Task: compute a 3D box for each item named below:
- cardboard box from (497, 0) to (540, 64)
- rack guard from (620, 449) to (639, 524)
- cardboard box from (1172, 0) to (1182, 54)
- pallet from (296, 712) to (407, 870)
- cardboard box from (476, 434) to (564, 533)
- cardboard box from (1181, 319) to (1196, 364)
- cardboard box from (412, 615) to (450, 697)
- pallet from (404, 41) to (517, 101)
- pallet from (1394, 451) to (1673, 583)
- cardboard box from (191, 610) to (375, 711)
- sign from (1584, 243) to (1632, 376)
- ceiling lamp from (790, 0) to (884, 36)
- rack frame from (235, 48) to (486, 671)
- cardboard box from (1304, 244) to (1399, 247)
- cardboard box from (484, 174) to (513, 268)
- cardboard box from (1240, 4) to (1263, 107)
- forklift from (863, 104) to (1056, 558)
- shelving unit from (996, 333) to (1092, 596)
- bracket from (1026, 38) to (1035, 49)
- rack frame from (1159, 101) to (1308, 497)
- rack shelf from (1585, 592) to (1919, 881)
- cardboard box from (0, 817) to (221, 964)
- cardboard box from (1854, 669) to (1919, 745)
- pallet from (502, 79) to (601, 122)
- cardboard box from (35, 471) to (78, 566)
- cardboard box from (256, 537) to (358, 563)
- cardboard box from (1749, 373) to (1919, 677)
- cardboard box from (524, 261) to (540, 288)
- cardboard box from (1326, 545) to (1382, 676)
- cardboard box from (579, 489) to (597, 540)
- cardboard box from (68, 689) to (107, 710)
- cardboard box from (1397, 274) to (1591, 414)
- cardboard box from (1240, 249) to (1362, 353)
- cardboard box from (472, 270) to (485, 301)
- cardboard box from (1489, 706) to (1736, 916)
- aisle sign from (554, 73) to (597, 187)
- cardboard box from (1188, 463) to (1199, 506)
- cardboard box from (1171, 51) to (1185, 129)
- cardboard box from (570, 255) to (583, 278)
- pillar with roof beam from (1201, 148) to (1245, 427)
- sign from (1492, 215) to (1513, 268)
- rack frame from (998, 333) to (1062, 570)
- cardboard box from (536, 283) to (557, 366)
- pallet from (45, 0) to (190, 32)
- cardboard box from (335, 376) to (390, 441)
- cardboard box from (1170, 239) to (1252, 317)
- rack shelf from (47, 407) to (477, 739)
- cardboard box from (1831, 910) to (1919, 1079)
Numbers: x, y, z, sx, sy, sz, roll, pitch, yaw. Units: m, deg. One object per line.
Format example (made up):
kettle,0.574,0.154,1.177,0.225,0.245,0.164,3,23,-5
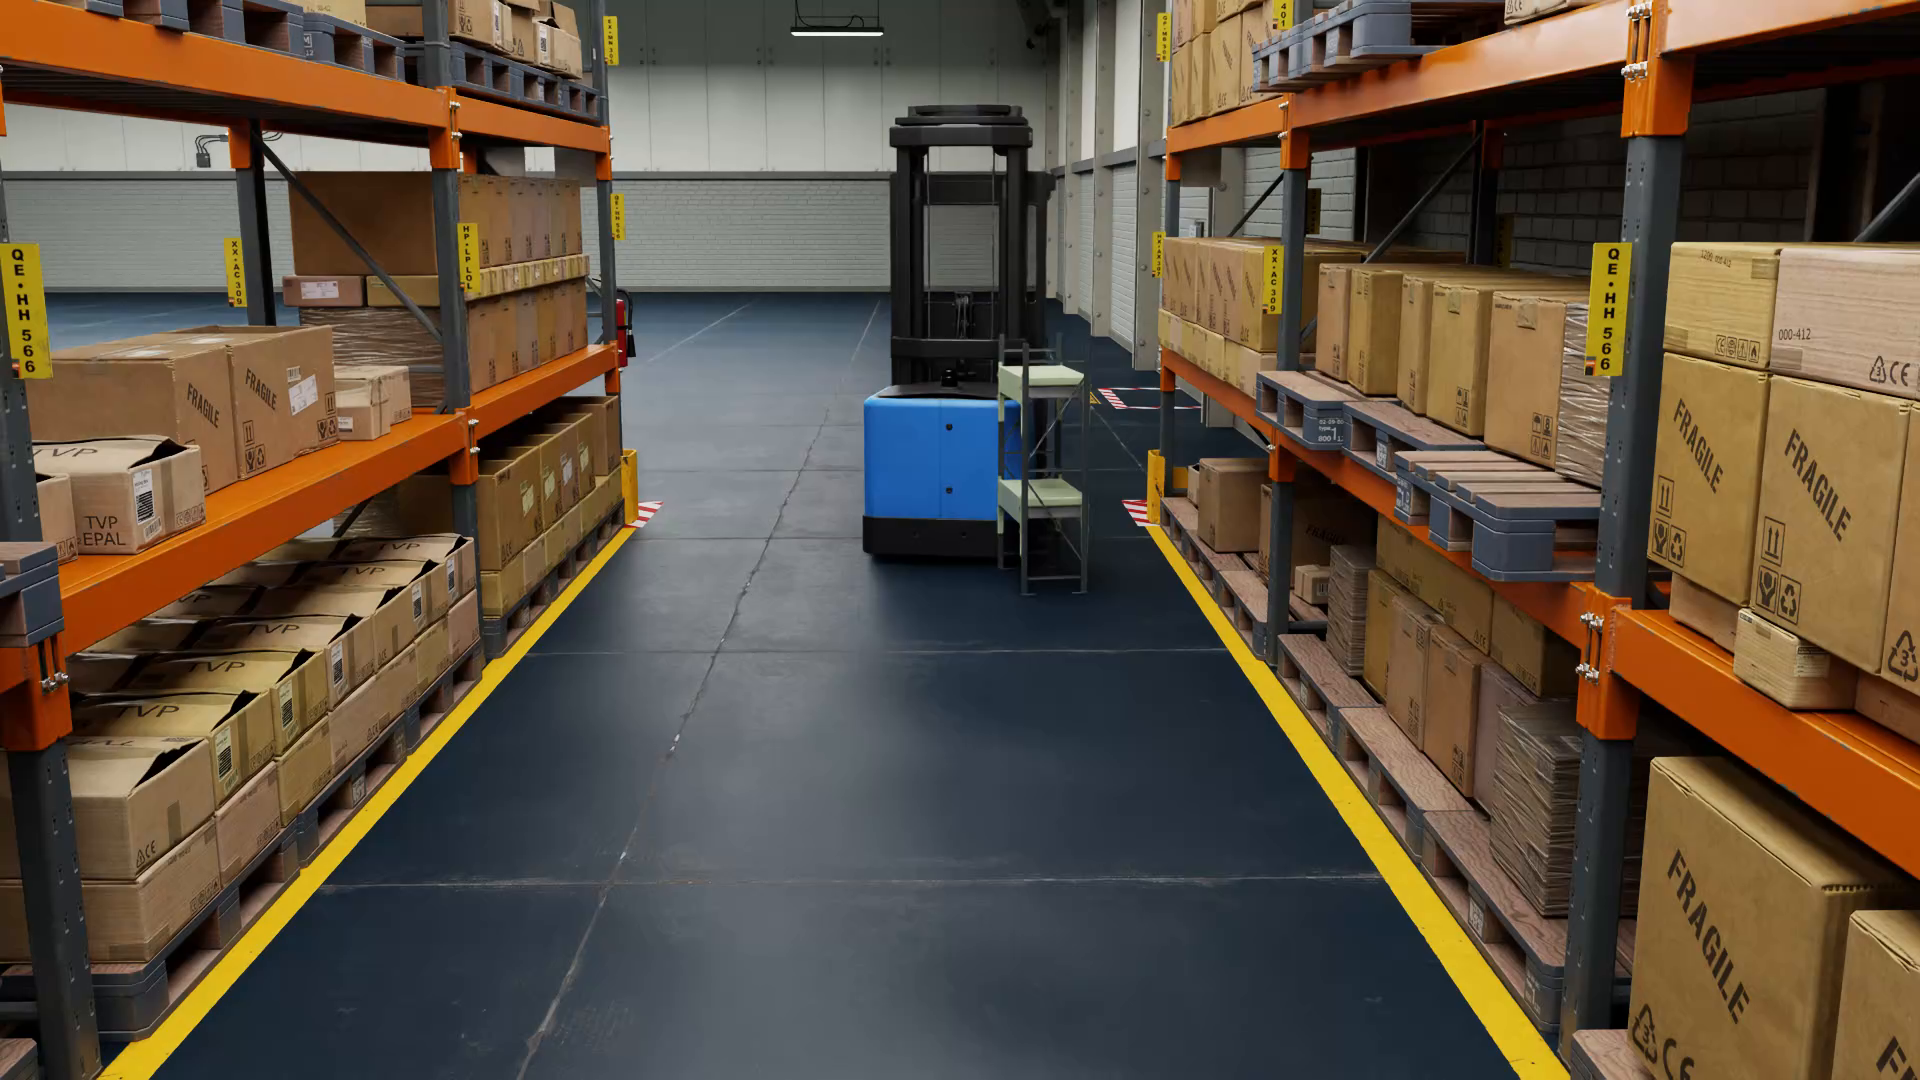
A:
cardboard box,-2.801,-2.939,9.291,0.797,0.503,0.637,1,12,5
rack guard,-2.977,-0.391,12.230,1.175,0.500,0.348,0,11,-1
cardboard box,1.742,-3.574,11.270,0.500,0.500,0.500,-1,12,-5
pallet,-2.811,0.940,6.396,1.003,0.211,1.213,0,11,-1
cardboard box,-2.611,-0.334,9.636,0.500,0.500,0.500,0,11,-1
cardboard box,1.699,-1.266,10.583,0.500,0.250,0.500,0,11,-2
cardboard box,-2.586,0.507,7.374,0.500,0.250,0.500,0,11,-2
pallet,-2.937,-2.412,8.584,1.003,0.211,1.213,0,11,-1
pallet,2.021,-0.090,4.939,1.213,0.211,1.003,0,11,-1
cardboard box,-2.567,0.432,6.332,0.500,0.311,0.500,0,11,-2
sign,1.599,-0.567,4.096,0.100,0.325,0.005,0,11,-1
ceiling lamp,-2.644,-12.473,35.725,2.000,3.185,0.800,0,11,-1
rack frame,-2.893,-0.816,8.039,1.000,3.000,0.127,0,11,-1
cardboard box,2.246,-1.437,9.541,0.500,0.500,0.500,0,11,0
cardboard box,-2.930,-1.789,9.320,0.700,0.500,0.500,0,11,-1
cardboard box,1.804,-2.566,8.818,0.500,0.500,0.500,-1,12,-6
forklift,0.096,-1.564,11.894,1.130,2.935,3.031,2,12,8
shelving unit,0.500,-0.480,10.152,0.431,1.500,0.755,-2,12,-9
bracket,1.823,-12.717,42.556,0.235,0.232,0.430,0,11,-1
rack frame,1.976,-1.633,12.062,1.000,3.000,0.127,0,11,-1
rack shelf,2.183,0.708,2.335,1.077,0.370,4.000,0,11,-1
cardboard box,-2.528,1.015,4.870,0.500,0.250,0.500,0,11,-1
cardboard box,1.963,0.290,3.166,0.380,0.149,0.250,0,11,-2
pallet,-2.987,-2.898,10.975,1.003,0.211,1.213,0,11,-1
cardboard box,-2.775,-0.050,4.485,0.500,0.311,0.500,0,11,2
cardboard box,-3.134,0.134,7.805,0.500,0.311,0.500,0,11,-1
cardboard box,1.897,-0.045,3.187,0.500,0.500,0.500,0,11,1
cardboard box,-2.744,-1.595,9.993,0.380,0.149,0.250,0,11,-2
cardboard box,2.091,0.318,7.627,0.700,0.500,0.500,0,11,1
cardboard box,-2.635,-0.166,10.691,0.500,0.250,0.500,0,11,-1
cardboard box,-3.085,0.639,5.313,0.500,0.311,0.500,0,11,-2
cardboard box,2.085,-0.759,6.397,0.700,0.500,0.500,1,12,7
cardboard box,1.740,-1.234,8.538,0.500,0.500,0.500,0,11,-1
cardboard box,-2.718,-1.339,8.730,0.380,0.149,0.250,-1,11,-3
cardboard box,2.075,0.824,5.133,0.700,0.500,0.500,0,11,0
aisle sign,-2.684,-2.900,11.770,0.394,0.787,0.004,0,11,-1
cardboard box,1.901,-0.393,11.606,0.500,0.311,0.500,-2,12,-8
cardboard box,1.733,-3.094,11.419,0.500,0.500,0.500,0,11,0
cardboard box,-2.771,-1.851,11.257,0.380,0.149,0.250,0,11,0
pillar with roof beam,-1.572,-5.612,16.589,9.100,9.000,0.400,0,11,-1
sign,2.614,-1.408,8.042,0.100,0.325,0.005,0,11,-1
rack frame,0.439,-0.552,10.506,0.400,1.500,0.023,-2,12,-9
cardboard box,-2.959,-1.365,10.489,0.700,0.500,0.500,0,11,-1
pallet,-2.914,-1.533,4.503,1.213,0.211,1.003,0,11,1
cardboard box,-2.692,-0.576,7.194,0.396,0.266,0.258,-1,11,-3
cardboard box,1.686,-1.742,11.042,0.500,0.500,0.500,0,11,-1
rack shelf,-2.852,-0.066,6.151,1.077,0.370,4.000,0,11,-1
cardboard box,2.038,1.126,2.814,0.750,0.750,0.750,0,11,-1
